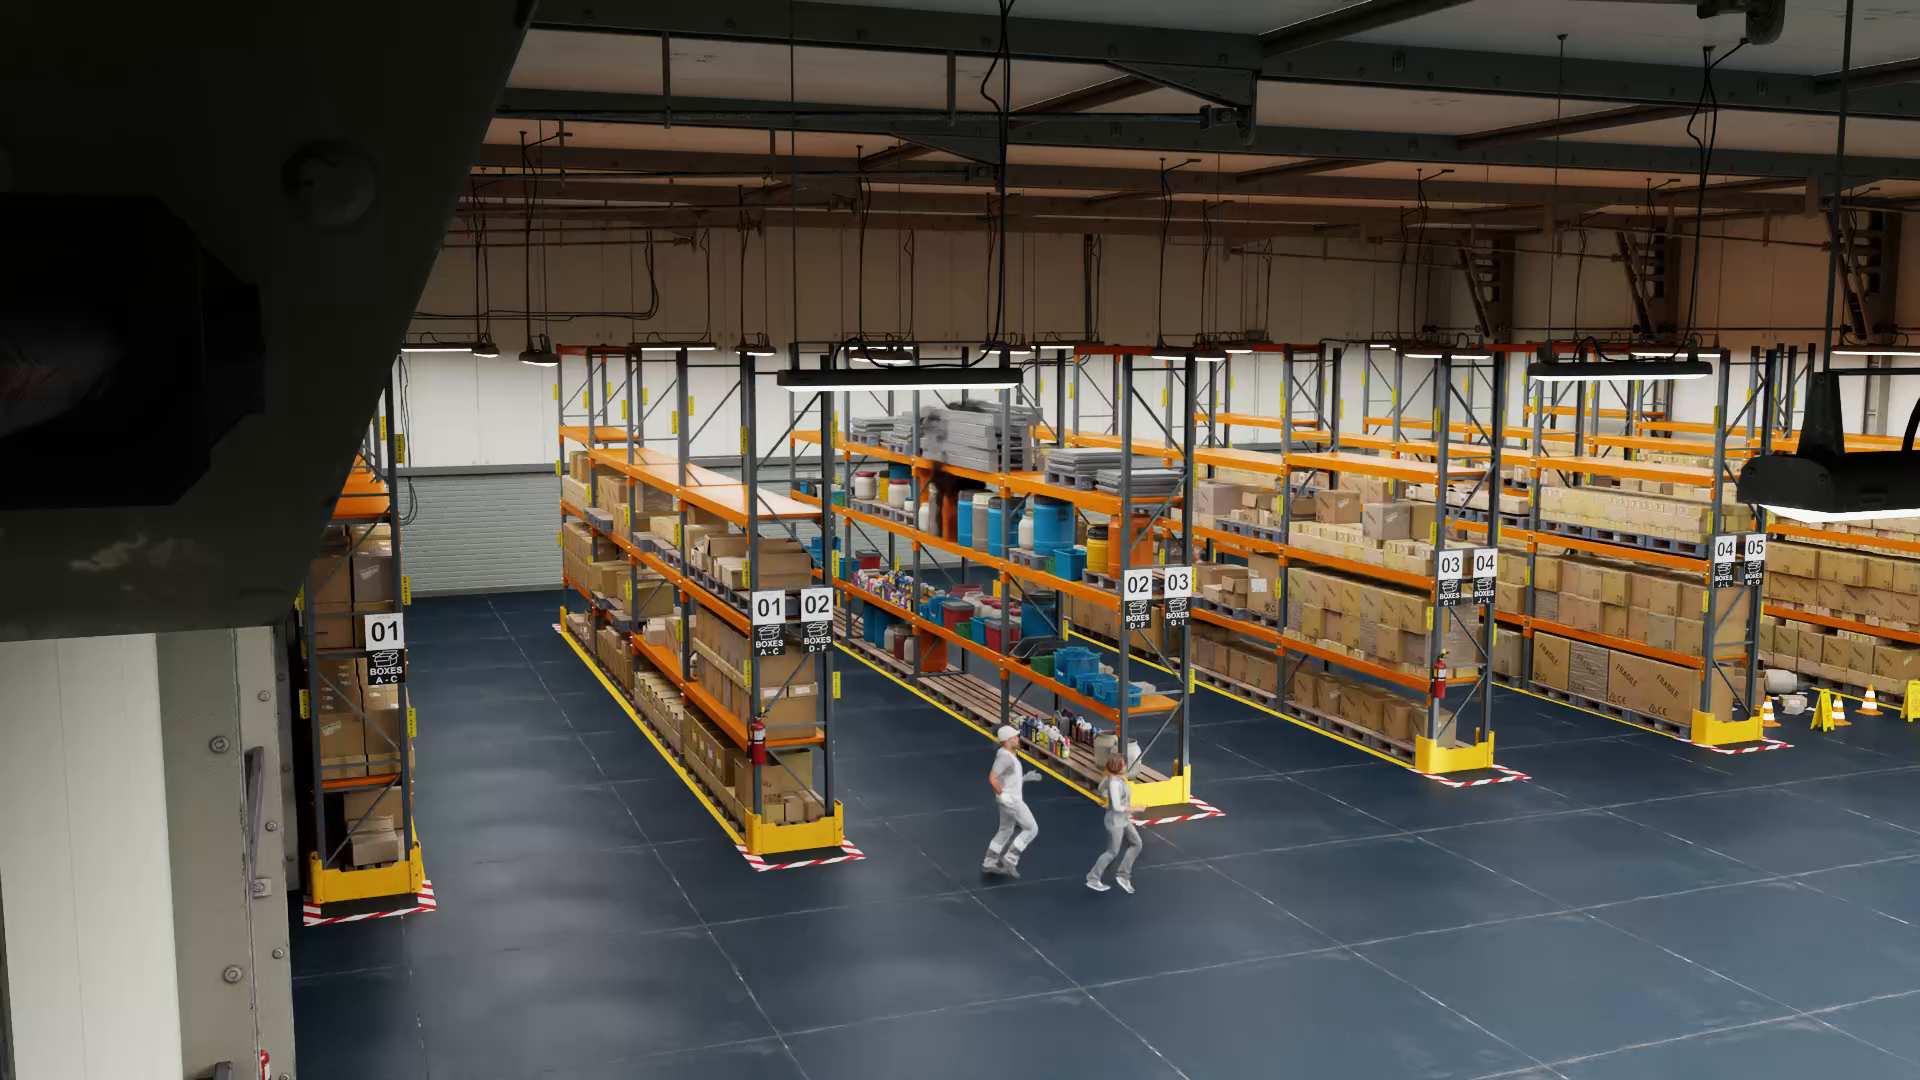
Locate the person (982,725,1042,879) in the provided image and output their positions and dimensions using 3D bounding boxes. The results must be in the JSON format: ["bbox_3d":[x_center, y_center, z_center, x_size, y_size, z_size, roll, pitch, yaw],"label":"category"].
[{"bbox_3d":[0.612,3.017,19.173,0.698,1.781,0.654,-1,7,-6],"label":"person"}]

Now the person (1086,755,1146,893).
[{"bbox_3d":[1.758,3.192,18.648,0.660,1.609,0.543,2,7,12],"label":"person"}]

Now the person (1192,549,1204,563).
[{"bbox_3d":[4.891,1.104,34.437,0.714,1.668,1.049,-4,8,-27],"label":"person"}]
